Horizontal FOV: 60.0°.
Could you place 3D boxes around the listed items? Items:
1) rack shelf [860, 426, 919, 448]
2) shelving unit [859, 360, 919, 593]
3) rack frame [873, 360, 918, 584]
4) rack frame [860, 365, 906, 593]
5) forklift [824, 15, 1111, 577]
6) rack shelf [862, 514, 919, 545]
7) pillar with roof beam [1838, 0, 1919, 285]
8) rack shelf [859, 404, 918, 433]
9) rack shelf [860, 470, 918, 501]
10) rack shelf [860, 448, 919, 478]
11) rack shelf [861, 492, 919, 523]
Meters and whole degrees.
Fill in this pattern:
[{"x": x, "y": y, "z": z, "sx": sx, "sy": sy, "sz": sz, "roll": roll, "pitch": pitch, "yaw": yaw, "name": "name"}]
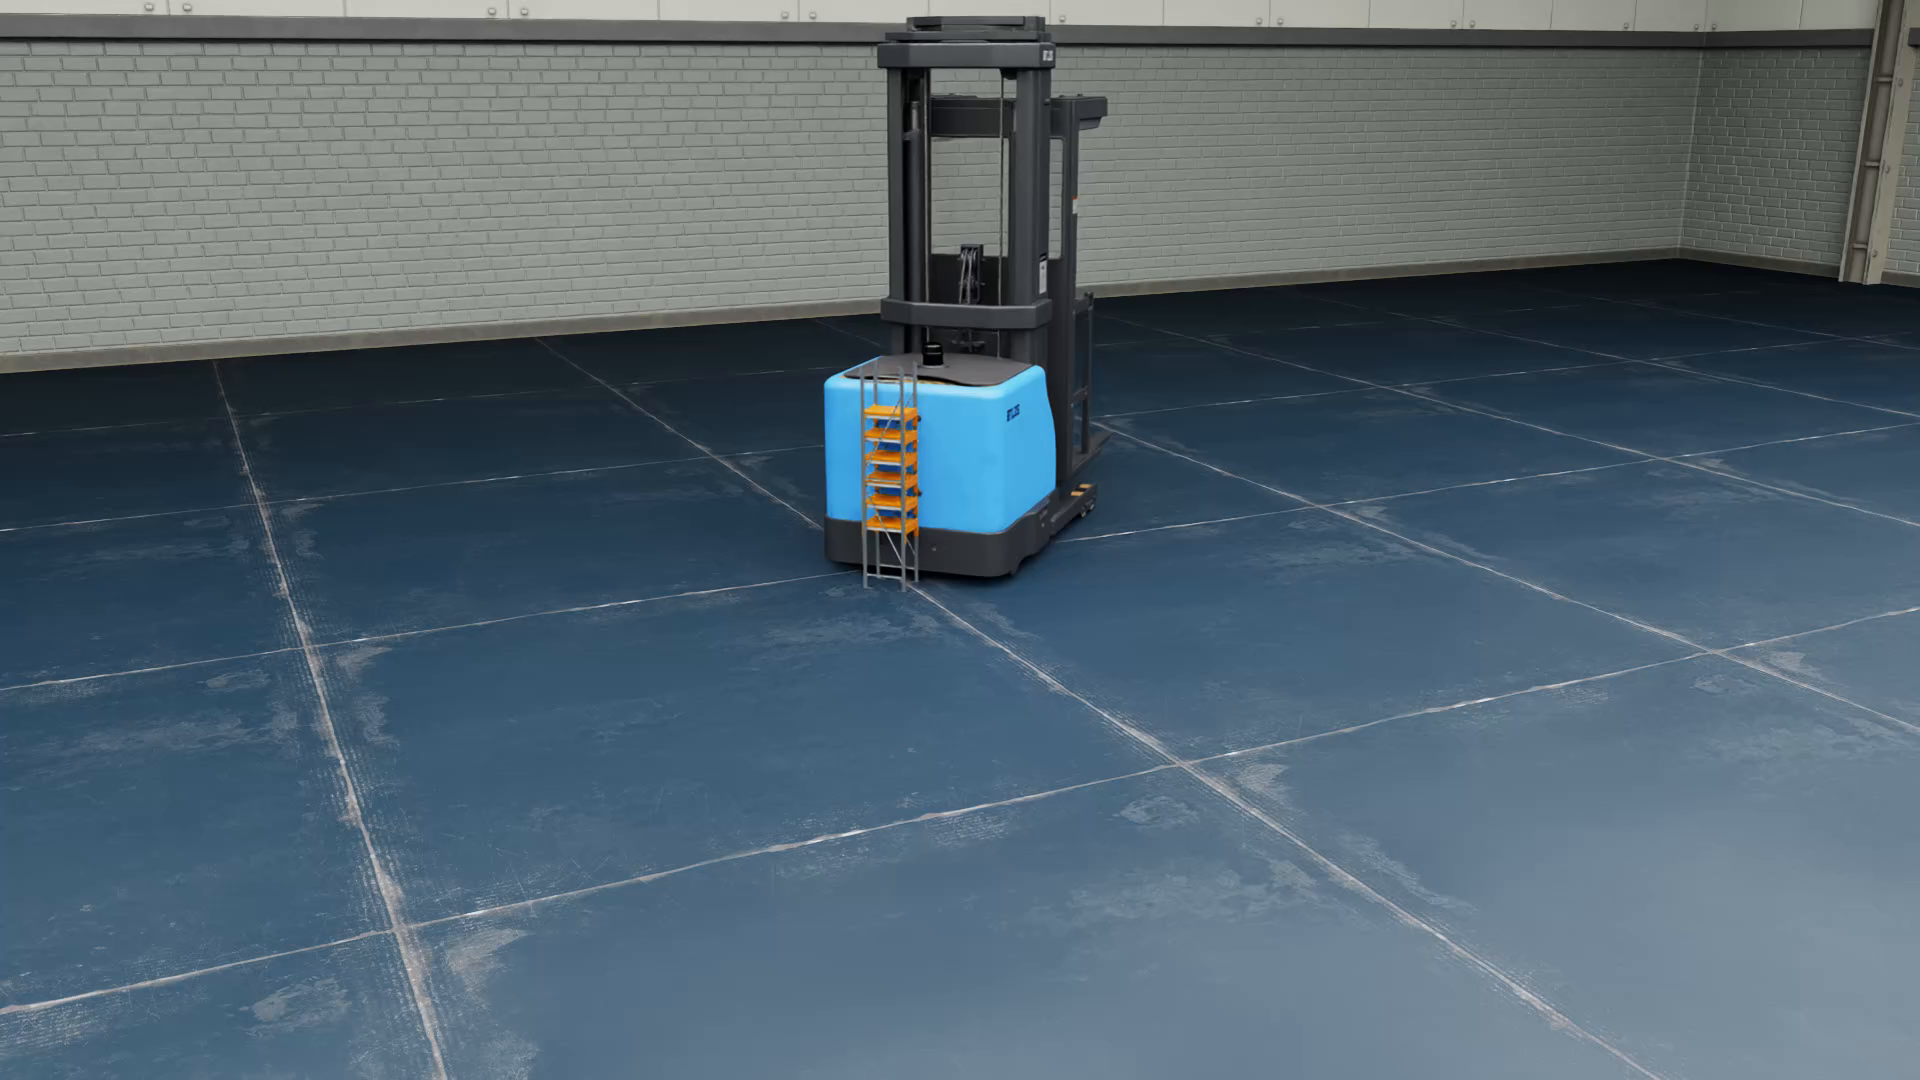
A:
[{"x": -0.369, "y": -0.518, "z": 8.672, "sx": 0.258, "sy": 0.103, "sz": 0.180, "roll": 6, "pitch": 17, "yaw": 19, "name": "rack shelf"}, {"x": -0.369, "y": -0.330, "z": 8.726, "sx": 0.258, "sy": 1.200, "sz": 0.189, "roll": 6, "pitch": 17, "yaw": 19, "name": "shelving unit"}, {"x": -0.338, "y": -0.354, "z": 8.809, "sx": 0.240, "sy": 1.200, "sz": 0.006, "roll": 6, "pitch": 17, "yaw": 19, "name": "rack frame"}, {"x": -0.399, "y": -0.306, "z": 8.643, "sx": 0.240, "sy": 1.200, "sz": 0.006, "roll": 6, "pitch": 17, "yaw": 19, "name": "rack frame"}, {"x": 0.225, "y": -1.576, "z": 9.930, "sx": 1.130, "sy": 2.935, "sz": 3.031, "roll": 6, "pitch": 17, "yaw": 19, "name": "forklift"}, {"x": -0.369, "y": -0.057, "z": 8.805, "sx": 0.258, "sy": 0.103, "sz": 0.180, "roll": 6, "pitch": 17, "yaw": 19, "name": "rack shelf"}, {"x": 7.614, "y": -7.097, "z": 18.168, "sx": 9.100, "sy": 9.000, "sz": 0.400, "roll": -8, "pitch": 18, "yaw": -25, "name": "pillar with roof beam"}, {"x": -0.369, "y": -0.634, "z": 8.639, "sx": 0.258, "sy": 0.103, "sz": 0.180, "roll": 6, "pitch": 17, "yaw": 19, "name": "rack shelf"}, {"x": -0.369, "y": -0.288, "z": 8.739, "sx": 0.258, "sy": 0.103, "sz": 0.180, "roll": 6, "pitch": 17, "yaw": 19, "name": "rack shelf"}, {"x": -0.369, "y": -0.403, "z": 8.705, "sx": 0.258, "sy": 0.103, "sz": 0.180, "roll": 6, "pitch": 17, "yaw": 19, "name": "rack shelf"}, {"x": -0.369, "y": -0.172, "z": 8.772, "sx": 0.258, "sy": 0.103, "sz": 0.180, "roll": 6, "pitch": 17, "yaw": 19, "name": "rack shelf"}]
